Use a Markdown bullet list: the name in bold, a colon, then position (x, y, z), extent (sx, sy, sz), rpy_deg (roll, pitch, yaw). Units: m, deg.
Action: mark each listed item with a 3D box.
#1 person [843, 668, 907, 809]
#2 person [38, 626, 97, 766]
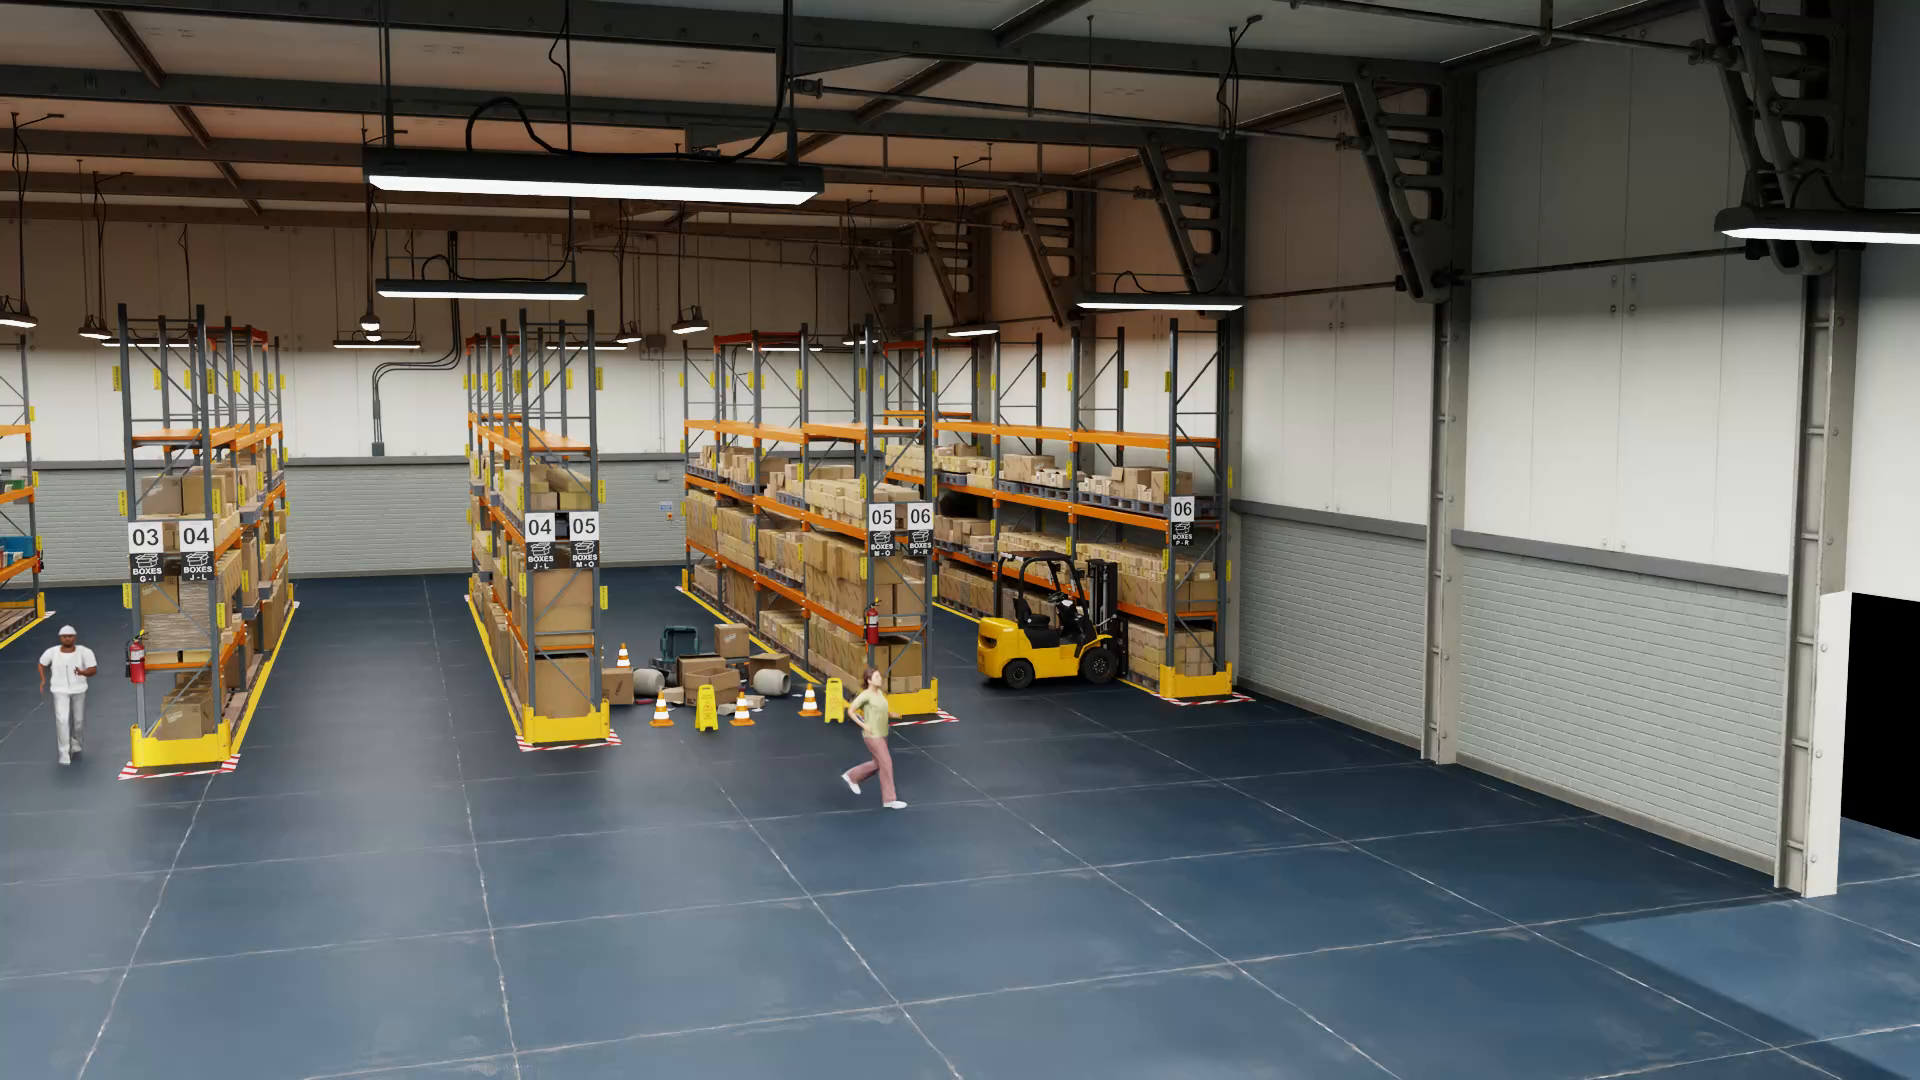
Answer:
- **person**: position (-1.024, 2.316, 19.621), extent (0.895, 1.643, 0.588), rpy_deg (3, 6, 26)
- **person**: position (-11.785, 2.039, 22.004), extent (0.669, 1.828, 0.766), rpy_deg (-3, 6, -32)
